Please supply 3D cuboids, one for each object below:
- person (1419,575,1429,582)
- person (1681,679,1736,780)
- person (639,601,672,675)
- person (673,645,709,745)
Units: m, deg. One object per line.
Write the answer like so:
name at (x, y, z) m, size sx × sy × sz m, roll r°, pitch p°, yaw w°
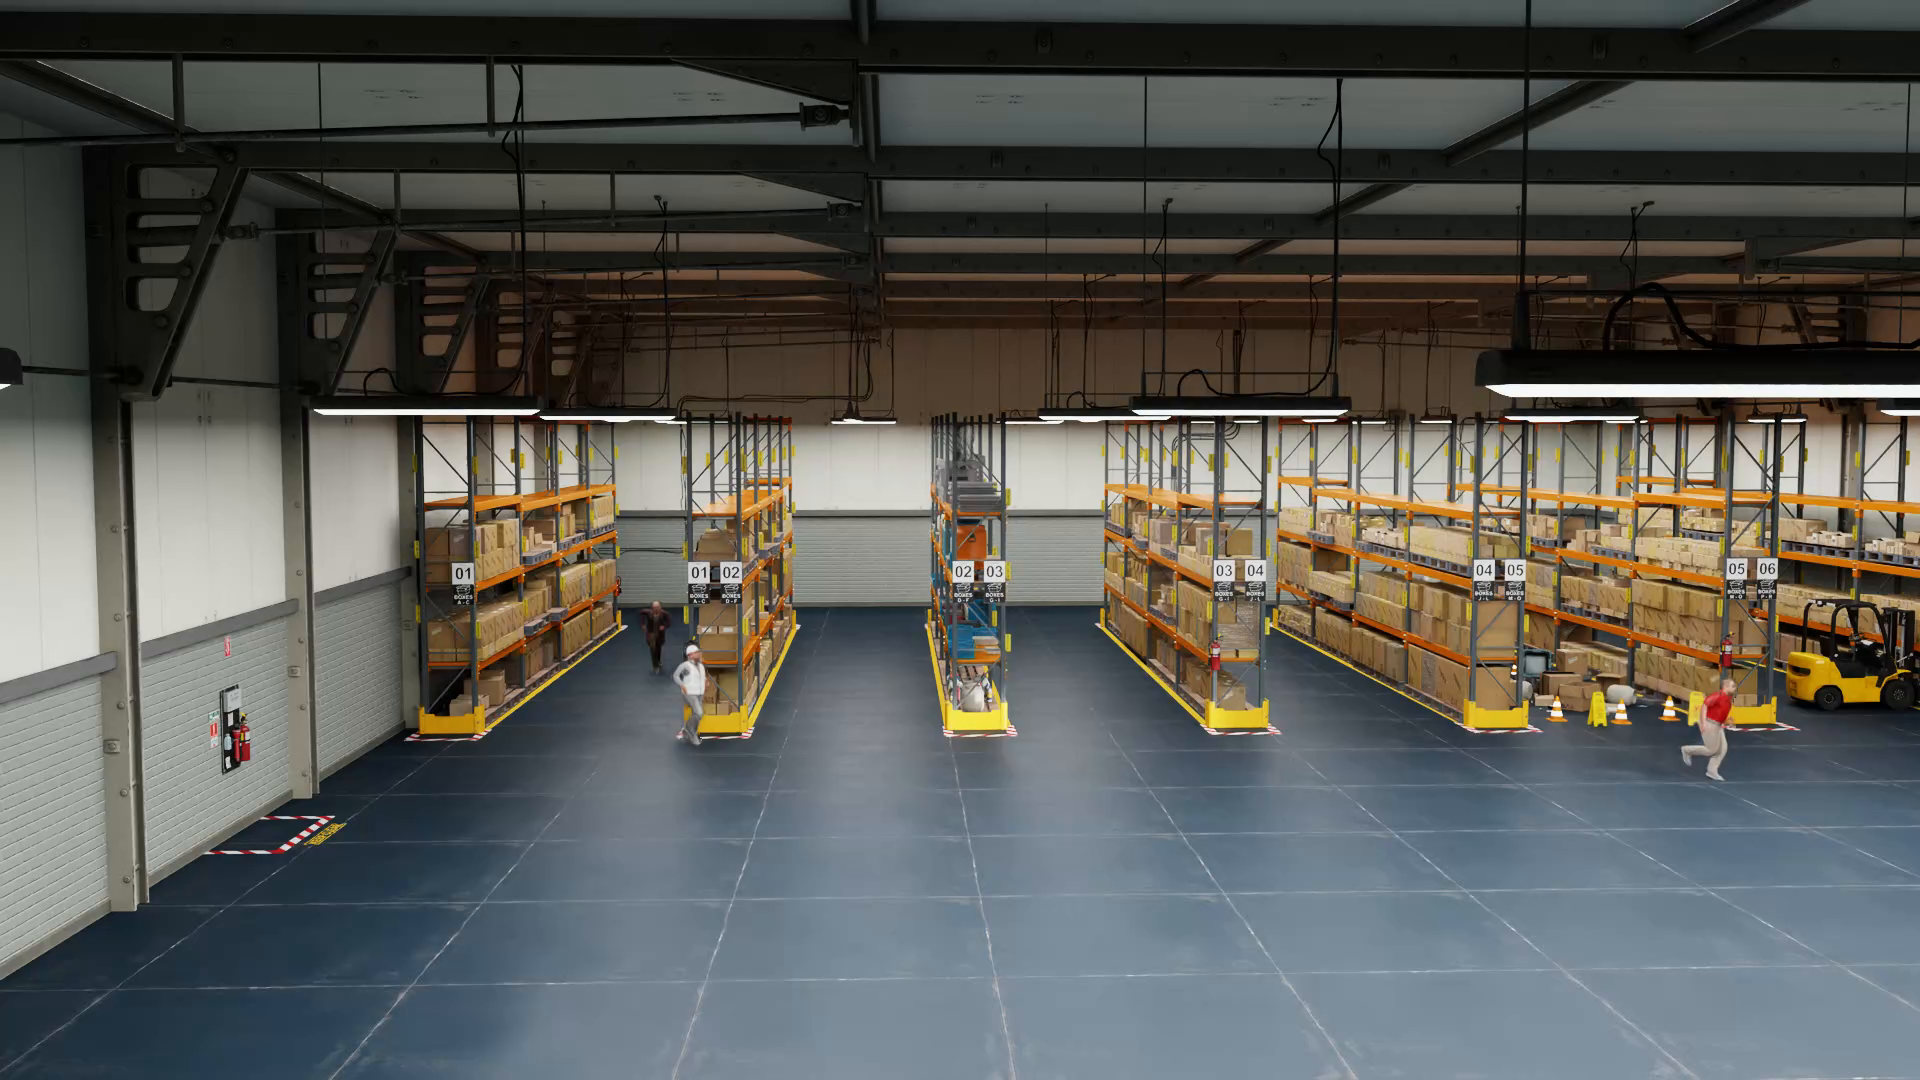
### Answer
person at (13.739, 1.554, 49.345) m, size 0.564 × 1.650 × 0.588 m, roll 0°, pitch 4°, yaw 6°
person at (12.241, 3.073, 27.173) m, size 0.824 × 1.678 × 0.661 m, roll 4°, pitch 5°, yaw 42°
person at (-7.117, 2.262, 38.871) m, size 0.752 × 1.744 × 1.057 m, roll -1°, pitch 4°, yaw -10°
person at (-4.819, 2.810, 30.108) m, size 0.669 × 1.820 × 0.644 m, roll 2°, pitch 5°, yaw 32°
